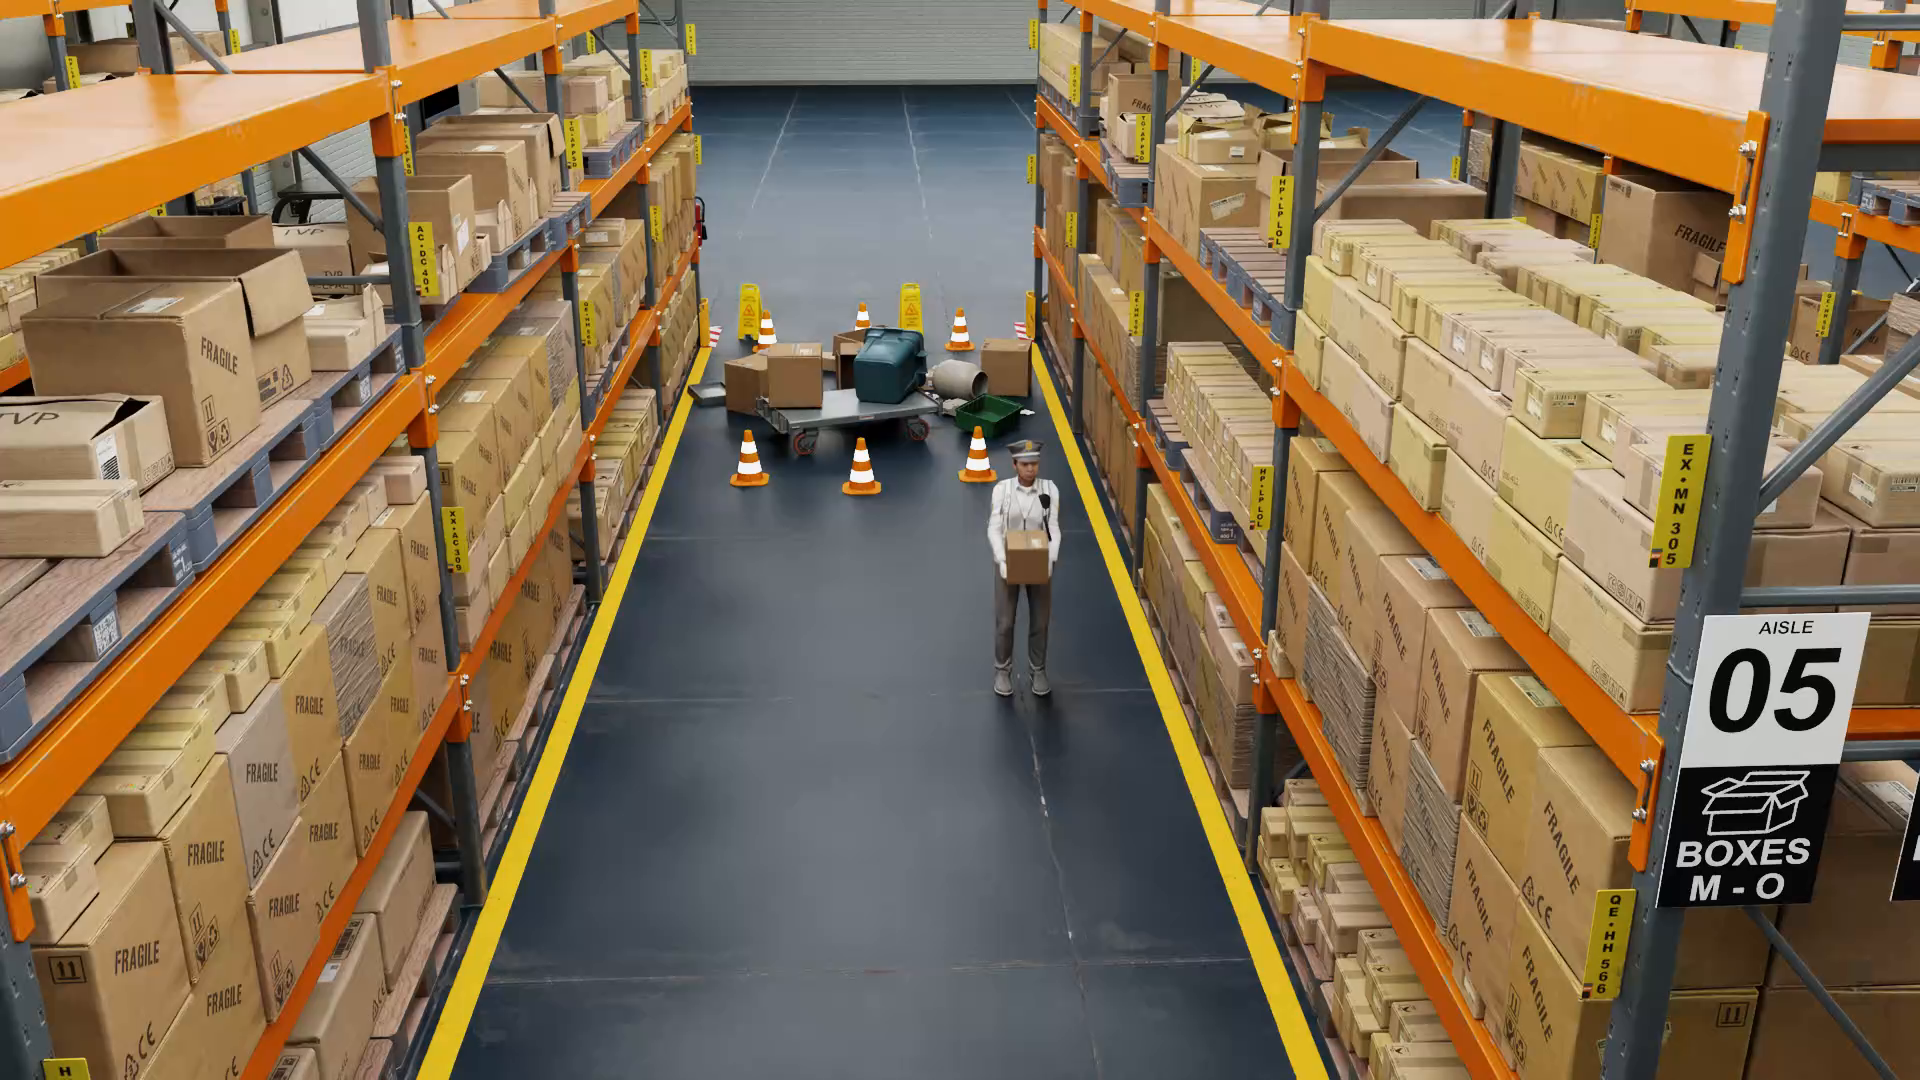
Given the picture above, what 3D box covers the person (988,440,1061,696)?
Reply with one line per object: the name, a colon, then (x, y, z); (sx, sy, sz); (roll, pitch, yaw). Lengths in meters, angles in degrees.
person: (0.404, 0.191, 10.536); (0.459, 1.688, 0.543); (-1, 21, -2)
